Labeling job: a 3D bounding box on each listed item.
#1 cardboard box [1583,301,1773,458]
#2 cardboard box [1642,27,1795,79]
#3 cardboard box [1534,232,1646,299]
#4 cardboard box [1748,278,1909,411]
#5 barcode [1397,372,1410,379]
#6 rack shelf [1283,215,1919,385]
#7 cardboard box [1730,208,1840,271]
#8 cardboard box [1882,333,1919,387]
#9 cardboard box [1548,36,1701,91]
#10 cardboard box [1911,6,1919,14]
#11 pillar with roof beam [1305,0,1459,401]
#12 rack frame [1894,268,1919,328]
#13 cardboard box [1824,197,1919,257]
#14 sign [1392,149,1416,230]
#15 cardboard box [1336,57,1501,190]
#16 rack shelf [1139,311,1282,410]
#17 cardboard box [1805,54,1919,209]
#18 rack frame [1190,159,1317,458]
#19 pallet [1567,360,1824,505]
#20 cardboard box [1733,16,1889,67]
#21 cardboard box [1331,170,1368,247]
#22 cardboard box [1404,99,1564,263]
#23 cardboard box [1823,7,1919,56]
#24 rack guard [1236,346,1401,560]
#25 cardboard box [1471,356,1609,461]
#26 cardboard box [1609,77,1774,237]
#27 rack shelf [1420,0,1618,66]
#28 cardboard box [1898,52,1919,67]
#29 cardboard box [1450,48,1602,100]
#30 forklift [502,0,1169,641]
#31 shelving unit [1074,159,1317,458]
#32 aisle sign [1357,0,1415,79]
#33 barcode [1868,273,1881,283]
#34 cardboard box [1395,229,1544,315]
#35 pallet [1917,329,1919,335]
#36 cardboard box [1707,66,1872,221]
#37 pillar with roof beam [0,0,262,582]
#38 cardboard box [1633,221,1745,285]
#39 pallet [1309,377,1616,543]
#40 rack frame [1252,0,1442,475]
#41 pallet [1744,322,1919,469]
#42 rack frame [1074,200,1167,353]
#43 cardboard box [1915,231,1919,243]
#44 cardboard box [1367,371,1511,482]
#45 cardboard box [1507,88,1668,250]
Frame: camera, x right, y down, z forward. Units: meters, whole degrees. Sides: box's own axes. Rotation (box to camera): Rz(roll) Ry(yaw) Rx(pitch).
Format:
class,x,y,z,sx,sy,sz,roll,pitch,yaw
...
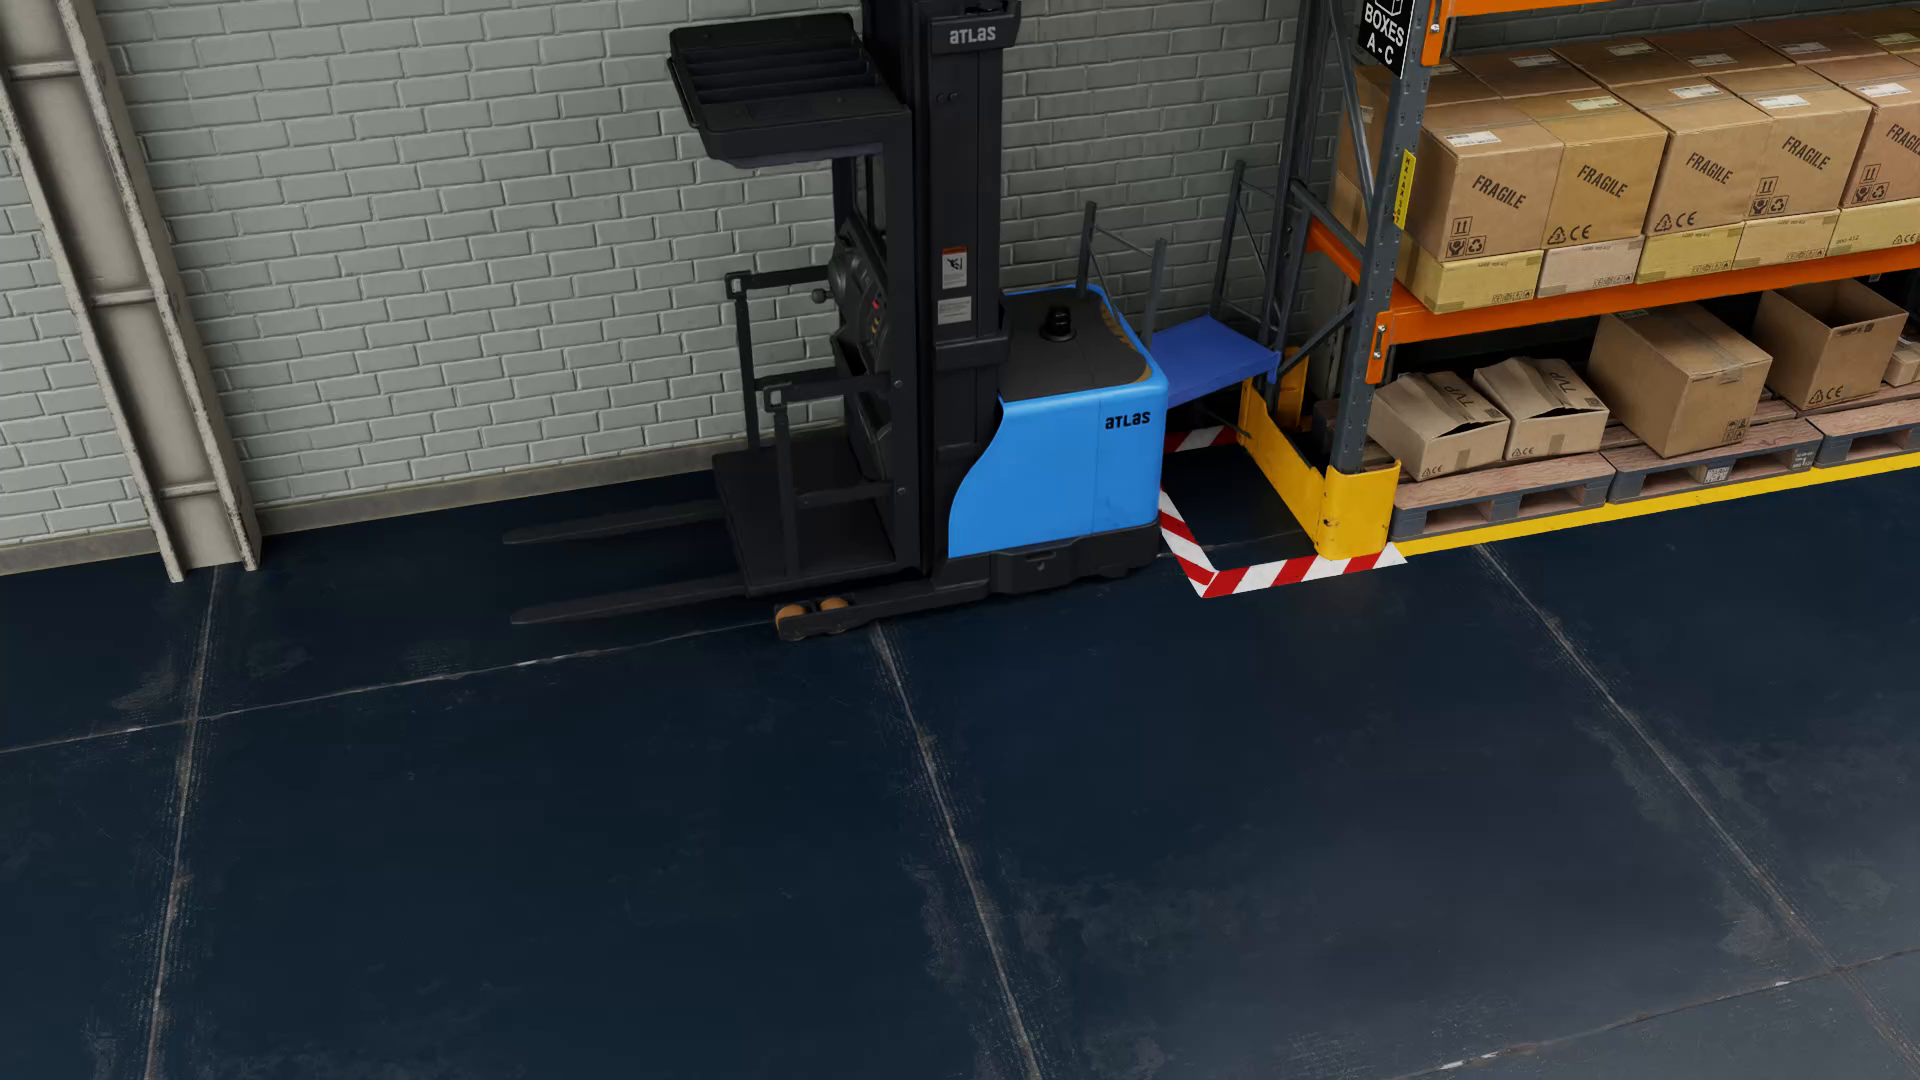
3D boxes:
class,x,y,z,sx,sy,sz,roll,pitch,yaw
cardboard box,3.679,-0.857,8.576,0.500,0.500,0.700,-12,39,-15
cardboard box,3.589,-2.125,8.028,0.500,0.500,0.500,-9,38,-11
cardboard box,2.768,-1.371,7.660,0.500,0.250,0.500,-10,39,-13
cardboard box,4.586,-1.069,8.853,0.500,0.500,0.500,-12,39,-15
barcode,2.321,-0.846,8.709,0.075,0.075,0.001,-9,38,-12
rack shelf,3.647,-1.472,8.277,4.000,0.370,1.077,-9,38,-12
cardboard box,3.750,-1.527,7.864,0.500,0.250,0.500,-9,38,-12
cardboard box,5.069,-1.022,9.066,0.250,0.166,0.380,-14,40,-18
cardboard box,3.103,-2.045,7.923,0.500,0.500,0.500,-10,39,-13
cardboard box,5.070,-2.369,8.347,0.500,0.500,0.500,-10,39,-13
pillar with roof beam,3.289,-1.917,3.329,0.400,9.000,9.100,-9,38,-12
rack frame,5.578,-2.074,8.472,0.127,3.000,1.000,-9,38,-12
cardboard box,4.235,-1.607,7.969,0.500,0.250,0.500,-10,38,-12
sign,1.858,-1.466,6.965,0.005,0.325,0.100,-9,38,-12
cardboard box,2.116,-1.886,7.716,0.500,0.500,0.500,-10,38,-12
rack shelf,1.075,-0.843,8.331,1.000,0.185,0.538,-22,43,-34
cardboard box,4.233,-1.909,7.745,0.500,0.500,0.500,-10,39,-13
rack frame,1.480,-1.151,8.511,0.032,1.500,0.500,-22,43,-34
pallet,3.759,-0.644,8.898,1.213,0.211,1.003,-9,38,-12
cardboard box,4.087,-2.213,8.144,0.500,0.500,0.500,-8,38,-11
cardboard box,2.117,-1.577,7.929,0.500,0.250,0.500,-9,38,-11
cardboard box,2.256,-1.586,7.324,0.500,0.500,0.500,-9,38,-12
cardboard box,4.569,-2.289,8.243,0.500,0.500,0.500,-10,38,-12
rack guard,1.790,-0.460,8.419,0.348,0.500,1.175,-9,38,-12
cardboard box,2.958,-0.695,8.520,0.500,0.311,0.500,-6,38,-8
cardboard box,3.236,-1.737,7.521,0.500,0.500,0.500,-11,39,-13
rack shelf,3.647,-2.663,7.365,4.000,0.370,1.077,-9,38,-12
cardboard box,4.722,-1.982,7.841,0.500,0.500,0.500,-10,38,-12
cardboard box,2.605,-1.960,7.813,0.500,0.500,0.500,-9,38,-11
forklift,-0.624,-1.059,7.201,3.031,2.935,1.130,-10,38,-12
shelving unit,1.088,-0.991,8.229,1.048,1.500,0.538,-22,43,-34
aisle sign,1.725,-2.286,6.609,0.004,0.787,0.394,-9,38,-12
barcode,4.994,-1.439,9.073,0.075,0.075,0.001,-9,38,-12
cardboard box,2.270,-1.280,7.541,0.500,0.250,0.500,-10,39,-13
pallet,6.329,-1.091,9.482,1.213,0.211,1.003,-9,38,-12
cardboard box,3.731,-1.826,7.637,0.500,0.500,0.500,-8,38,-11
pillar with roof beam,-2.503,-0.966,2.086,0.400,9.000,9.100,-9,38,-12
cardboard box,3.261,-1.448,7.761,0.500,0.250,0.500,-10,39,-13
pallet,2.583,-0.453,8.648,1.213,0.211,1.003,-9,38,-12
rack frame,1.716,-1.441,7.644,0.127,3.000,1.000,-9,38,-12
pallet,4.939,-0.840,9.153,1.213,0.211,1.003,-9,38,-12
rack frame,0.696,-0.830,7.948,0.032,1.500,0.500,-22,43,-34
cardboard box,4.717,-1.696,8.085,0.500,0.250,0.500,-9,38,-12
cardboard box,2.408,-0.604,8.402,0.500,0.311,0.500,-14,39,-17
cardboard box,2.735,-1.659,7.419,0.500,0.500,0.500,-9,38,-12
